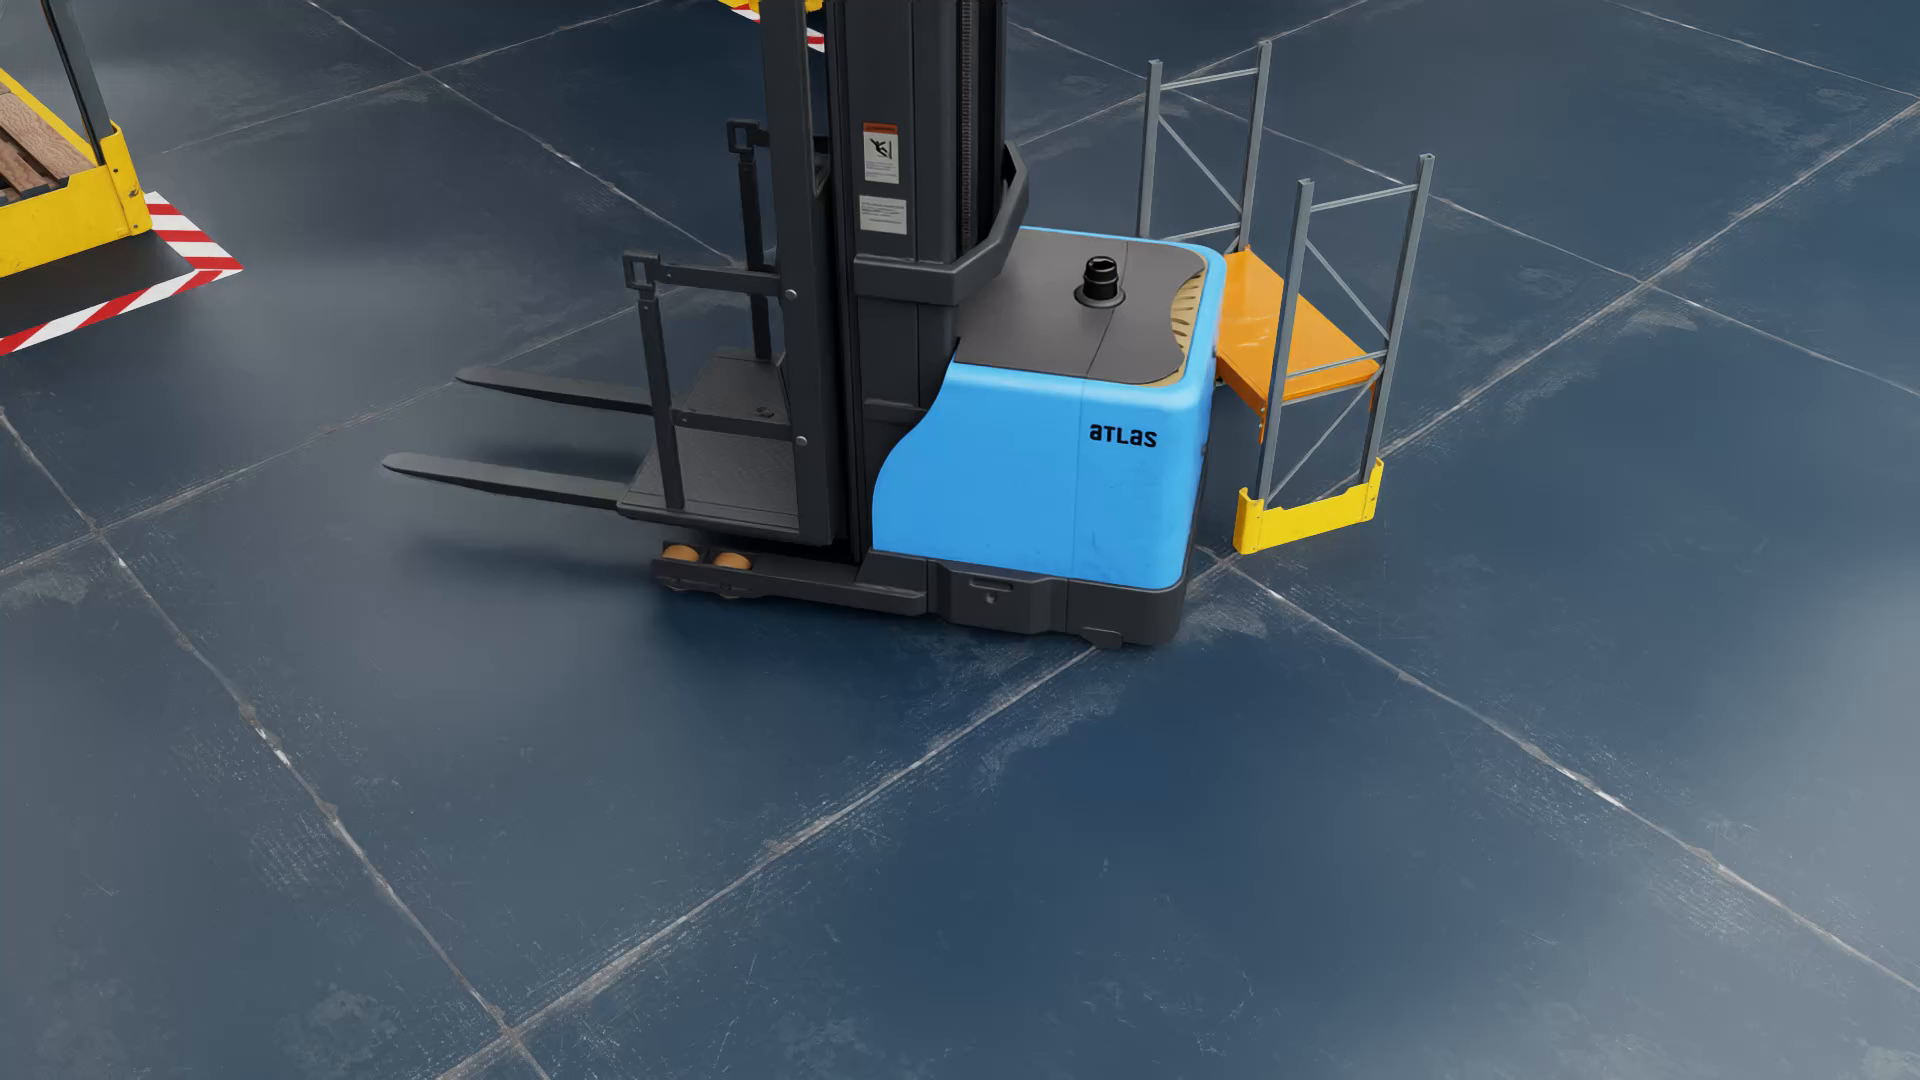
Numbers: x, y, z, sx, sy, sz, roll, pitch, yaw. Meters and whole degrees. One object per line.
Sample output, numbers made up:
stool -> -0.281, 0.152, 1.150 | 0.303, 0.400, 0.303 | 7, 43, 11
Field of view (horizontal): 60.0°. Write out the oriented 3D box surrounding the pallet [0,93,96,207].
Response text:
pallet -> -5.023, -1.822, 8.337 | 1.003, 0.211, 1.213 | -30, 48, -32

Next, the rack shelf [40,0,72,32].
rack shelf -> -5.744, -3.159, 8.346 | 1.077, 0.370, 4.000 | -30, 48, -32

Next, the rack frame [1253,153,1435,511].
rack frame -> 1.308, -0.609, 5.810 | 0.500, 1.500, 0.032 | -15, 41, -17

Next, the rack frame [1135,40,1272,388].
rack frame -> 0.916, -1.198, 6.540 | 0.500, 1.500, 0.032 | -15, 41, -17

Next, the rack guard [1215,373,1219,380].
rack guard -> 0.916, -0.711, 6.931 | 0.587, 0.250, 0.087 | -15, 41, -17

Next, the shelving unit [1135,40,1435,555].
shelving unit -> 1.108, -0.909, 6.181 | 0.587, 1.500, 1.083 | -15, 41, -17

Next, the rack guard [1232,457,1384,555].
rack guard -> 1.301, -0.134, 6.217 | 0.587, 0.250, 0.087 | -15, 41, -17

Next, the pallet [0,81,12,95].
pallet -> -5.844, -2.386, 9.036 | 1.003, 0.211, 1.213 | -30, 48, -32

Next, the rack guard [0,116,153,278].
rack guard -> -4.477, -1.556, 7.778 | 1.175, 0.500, 0.348 | -30, 48, -32

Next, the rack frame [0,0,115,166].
rack frame -> -4.391, -2.513, 6.974 | 1.000, 3.000, 0.127 | -30, 48, -32

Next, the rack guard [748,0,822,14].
rack guard -> -0.795, -3.680, 10.409 | 1.175, 0.500, 0.348 | -30, 48, -32

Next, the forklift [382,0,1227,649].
forklift -> -0.627, -1.244, 5.457 | 3.031, 2.935, 1.130 | 8, 40, 10

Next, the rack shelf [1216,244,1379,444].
rack shelf -> 1.112, -0.763, 6.288 | 0.538, 0.185, 1.000 | -15, 41, -17
